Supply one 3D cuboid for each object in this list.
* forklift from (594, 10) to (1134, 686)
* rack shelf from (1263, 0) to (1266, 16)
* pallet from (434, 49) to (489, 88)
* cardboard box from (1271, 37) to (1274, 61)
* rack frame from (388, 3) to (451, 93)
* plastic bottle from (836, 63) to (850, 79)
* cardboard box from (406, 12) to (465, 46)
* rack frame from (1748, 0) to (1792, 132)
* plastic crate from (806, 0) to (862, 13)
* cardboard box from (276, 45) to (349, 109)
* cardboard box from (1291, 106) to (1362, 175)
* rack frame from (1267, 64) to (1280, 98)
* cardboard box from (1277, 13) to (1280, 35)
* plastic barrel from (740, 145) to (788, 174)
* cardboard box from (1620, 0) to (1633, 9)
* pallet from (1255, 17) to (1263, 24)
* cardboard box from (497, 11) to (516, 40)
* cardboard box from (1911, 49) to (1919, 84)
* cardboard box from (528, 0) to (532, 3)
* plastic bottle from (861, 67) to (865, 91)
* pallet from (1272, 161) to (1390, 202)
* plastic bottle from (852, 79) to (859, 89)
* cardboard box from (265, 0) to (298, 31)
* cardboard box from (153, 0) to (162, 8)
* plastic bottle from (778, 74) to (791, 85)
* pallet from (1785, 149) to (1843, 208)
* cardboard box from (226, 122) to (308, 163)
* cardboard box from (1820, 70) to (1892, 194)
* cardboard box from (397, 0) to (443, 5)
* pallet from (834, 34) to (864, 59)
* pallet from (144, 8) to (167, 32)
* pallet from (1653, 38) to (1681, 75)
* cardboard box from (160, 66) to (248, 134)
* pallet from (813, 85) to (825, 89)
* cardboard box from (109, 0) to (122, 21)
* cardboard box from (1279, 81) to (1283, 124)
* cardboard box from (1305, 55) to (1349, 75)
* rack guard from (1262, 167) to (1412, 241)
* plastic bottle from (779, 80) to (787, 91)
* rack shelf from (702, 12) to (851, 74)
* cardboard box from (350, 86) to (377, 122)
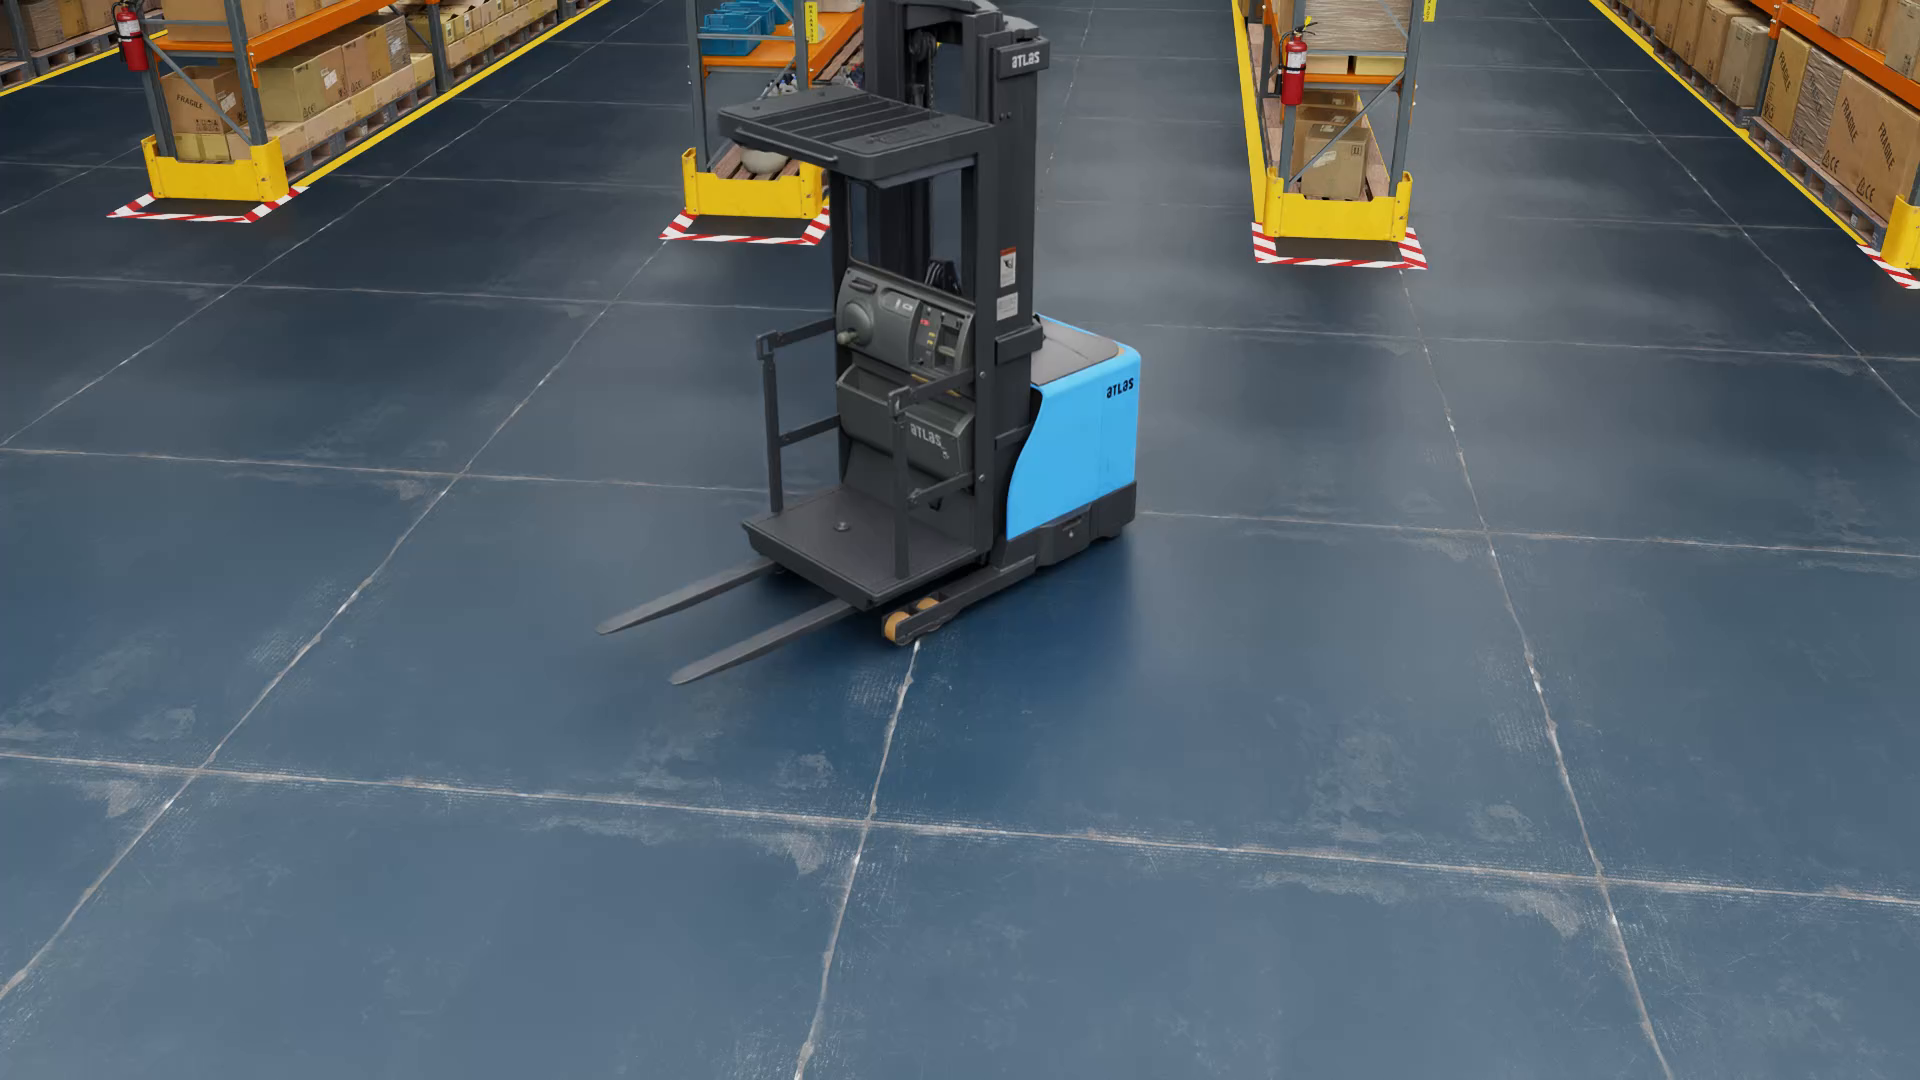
[{"bbox_3d":[-0.468,-1.001,8.085,2.937,2.867,1.118,-24,37,-37],"label":"forklift"},{"bbox_3d":[1.464,-7.758,18.322,5.951,3.145,4.000,3,28,6],"label":"rack shelf"},{"bbox_3d":[-6.143,-5.470,19.180,1.003,0.211,1.213,3,28,6],"label":"pallet"},{"bbox_3d":[3.879,-5.638,18.725,0.700,0.500,0.500,1,28,2],"label":"cardboard box"},{"bbox_3d":[-6.194,-6.348,17.871,1.000,3.000,0.127,3,28,6],"label":"rack frame"},{"bbox_3d":[-1.214,-4.774,17.279,0.144,0.351,0.185,3,28,6],"label":"plastic bottle"},{"bbox_3d":[-5.896,-5.749,18.624,0.500,0.311,0.500,3,29,6],"label":"cardboard box"},{"bbox_3d":[8.547,-5.435,16.175,1.000,3.000,0.127,3,28,6],"label":"rack frame"},{"bbox_3d":[-1.226,-5.163,15.949,0.530,0.136,0.437,3,28,6],"label":"plastic crate"},{"bbox_3d":[-6.290,-4.481,16.070,0.500,0.500,0.500,3,28,6],"label":"cardboard box"},{"bbox_3d":[3.279,-3.548,14.867,0.500,0.500,0.500,11,30,19],"label":"cardboard box"},{"bbox_3d":[3.640,-5.770,16.798,0.949,2.616,0.053,3,28,6],"label":"rack frame"},{"bbox_3d":[3.057,-4.635,14.957,0.380,0.149,0.250,3,28,6],"label":"cardboard box"},{"bbox_3d":[-1.764,-3.579,14.912,0.421,0.512,0.421,0,28,0],"label":"plastic barrel"},{"bbox_3d":[8.975,-7.221,21.684,0.500,0.500,0.500,2,28,4],"label":"cardboard box"},{"bbox_3d":[4.299,-6.793,21.636,1.003,0.211,1.213,3,28,6],"label":"pallet"},{"bbox_3d":[-5.711,-6.222,20.092,0.500,0.250,0.500,4,29,7],"label":"cardboard box"},{"bbox_3d":[8.058,-3.795,12.974,0.875,0.550,0.550,3,28,6],"label":"cardboard box"},{"bbox_3d":[-5.581,-6.946,20.846,0.500,0.311,0.500,3,28,5],"label":"cardboard box"},{"bbox_3d":[-1.010,-4.811,17.417,0.061,0.283,0.133,5,29,9],"label":"plastic bottle"},{"bbox_3d":[3.291,-3.076,14.738,1.003,0.211,1.213,3,28,6],"label":"pallet"},{"bbox_3d":[-1.074,-4.567,16.965,0.061,0.283,0.133,5,29,10],"label":"plastic bottle"},{"bbox_3d":[-6.555,-4.976,15.218,0.700,0.500,0.500,4,29,8],"label":"cardboard box"},{"bbox_3d":[-10.657,-7.268,21.750,0.700,0.500,0.500,4,29,7],"label":"cardboard box"},{"bbox_3d":[-1.812,-4.641,17.031,0.144,0.351,0.185,2,28,4],"label":"plastic bottle"},{"bbox_3d":[8.230,-3.278,15.112,1.003,0.211,1.213,3,28,6],"label":"pallet"},{"bbox_3d":[-6.398,-3.679,15.373,0.500,0.250,0.500,3,28,6],"label":"cardboard box"},{"bbox_3d":[8.180,-3.539,14.453,0.875,0.875,0.875,3,28,5],"label":"cardboard box"},{"bbox_3d":[-6.308,-6.257,19.566,0.500,0.311,0.500,3,28,6],"label":"cardboard box"},{"bbox_3d":[-1.074,-5.779,19.754,1.003,0.211,1.213,3,28,6],"label":"pallet"},{"bbox_3d":[-10.718,-6.922,21.875,1.003,0.211,1.213,3,28,6],"label":"pallet"},{"bbox_3d":[8.866,-5.723,19.651,1.003,0.211,1.213,3,28,6],"label":"pallet"},{"bbox_3d":[-6.914,-4.039,15.251,0.500,0.500,0.500,3,28,6],"label":"cardboard box"},{"bbox_3d":[-1.402,-4.517,17.412,1.003,0.211,1.213,3,28,6],"label":"pallet"},{"bbox_3d":[-10.869,-6.797,20.876,0.712,0.500,0.516,3,28,5],"label":"cardboard box"},{"bbox_3d":[3.486,-4.399,16.445,0.500,0.500,0.500,13,31,22],"label":"cardboard box"},{"bbox_3d":[2.977,-3.923,13.635,0.380,0.149,0.250,3,28,6],"label":"cardboard box"},{"bbox_3d":[3.156,-2.823,13.963,1.175,0.500,0.348,3,28,6],"label":"rack guard"},{"bbox_3d":[-1.793,-4.535,16.918,0.097,0.271,0.097,0,28,0],"label":"plastic bottle"},{"bbox_3d":[-1.524,-4.886,15.710,0.919,0.124,3.809,3,28,6],"label":"rack shelf"},{"bbox_3d":[-6.212,-4.385,16.683,0.500,0.250,0.500,3,28,6],"label":"cardboard box"}]
